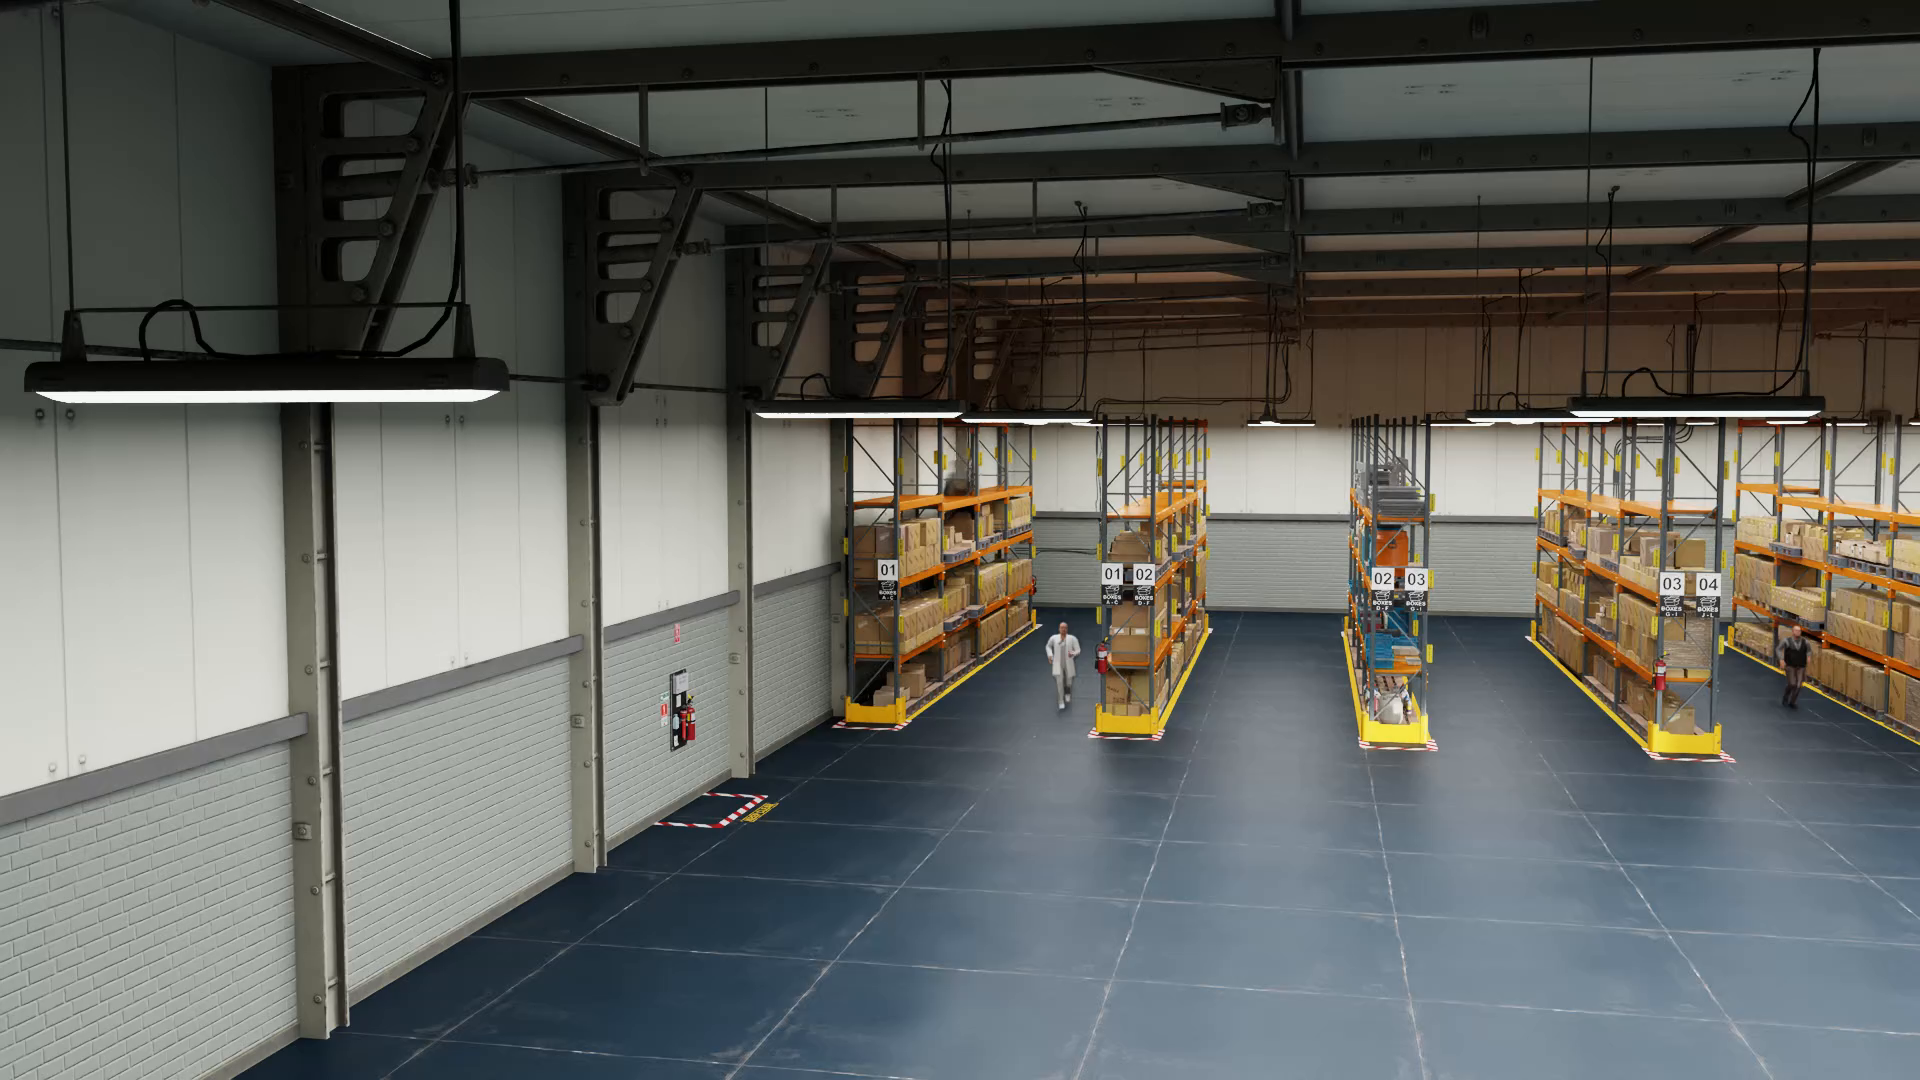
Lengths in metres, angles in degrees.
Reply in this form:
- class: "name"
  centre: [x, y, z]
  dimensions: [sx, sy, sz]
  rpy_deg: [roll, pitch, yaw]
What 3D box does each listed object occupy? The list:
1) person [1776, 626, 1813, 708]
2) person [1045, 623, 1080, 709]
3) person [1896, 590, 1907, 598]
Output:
- class: "person"
  centre: [17.106, 2.577, 34.010]
  dimensions: [0.667, 1.625, 0.596]
  rpy_deg: [0, 4, 7]
- class: "person"
  centre: [2.114, 2.571, 34.202]
  dimensions: [0.720, 1.745, 0.903]
  rpy_deg: [0, 4, 3]
- class: "person"
  centre: [25.007, 1.913, 44.521]
  dimensions: [0.827, 1.713, 0.565]
  rpy_deg: [1, 4, 14]
